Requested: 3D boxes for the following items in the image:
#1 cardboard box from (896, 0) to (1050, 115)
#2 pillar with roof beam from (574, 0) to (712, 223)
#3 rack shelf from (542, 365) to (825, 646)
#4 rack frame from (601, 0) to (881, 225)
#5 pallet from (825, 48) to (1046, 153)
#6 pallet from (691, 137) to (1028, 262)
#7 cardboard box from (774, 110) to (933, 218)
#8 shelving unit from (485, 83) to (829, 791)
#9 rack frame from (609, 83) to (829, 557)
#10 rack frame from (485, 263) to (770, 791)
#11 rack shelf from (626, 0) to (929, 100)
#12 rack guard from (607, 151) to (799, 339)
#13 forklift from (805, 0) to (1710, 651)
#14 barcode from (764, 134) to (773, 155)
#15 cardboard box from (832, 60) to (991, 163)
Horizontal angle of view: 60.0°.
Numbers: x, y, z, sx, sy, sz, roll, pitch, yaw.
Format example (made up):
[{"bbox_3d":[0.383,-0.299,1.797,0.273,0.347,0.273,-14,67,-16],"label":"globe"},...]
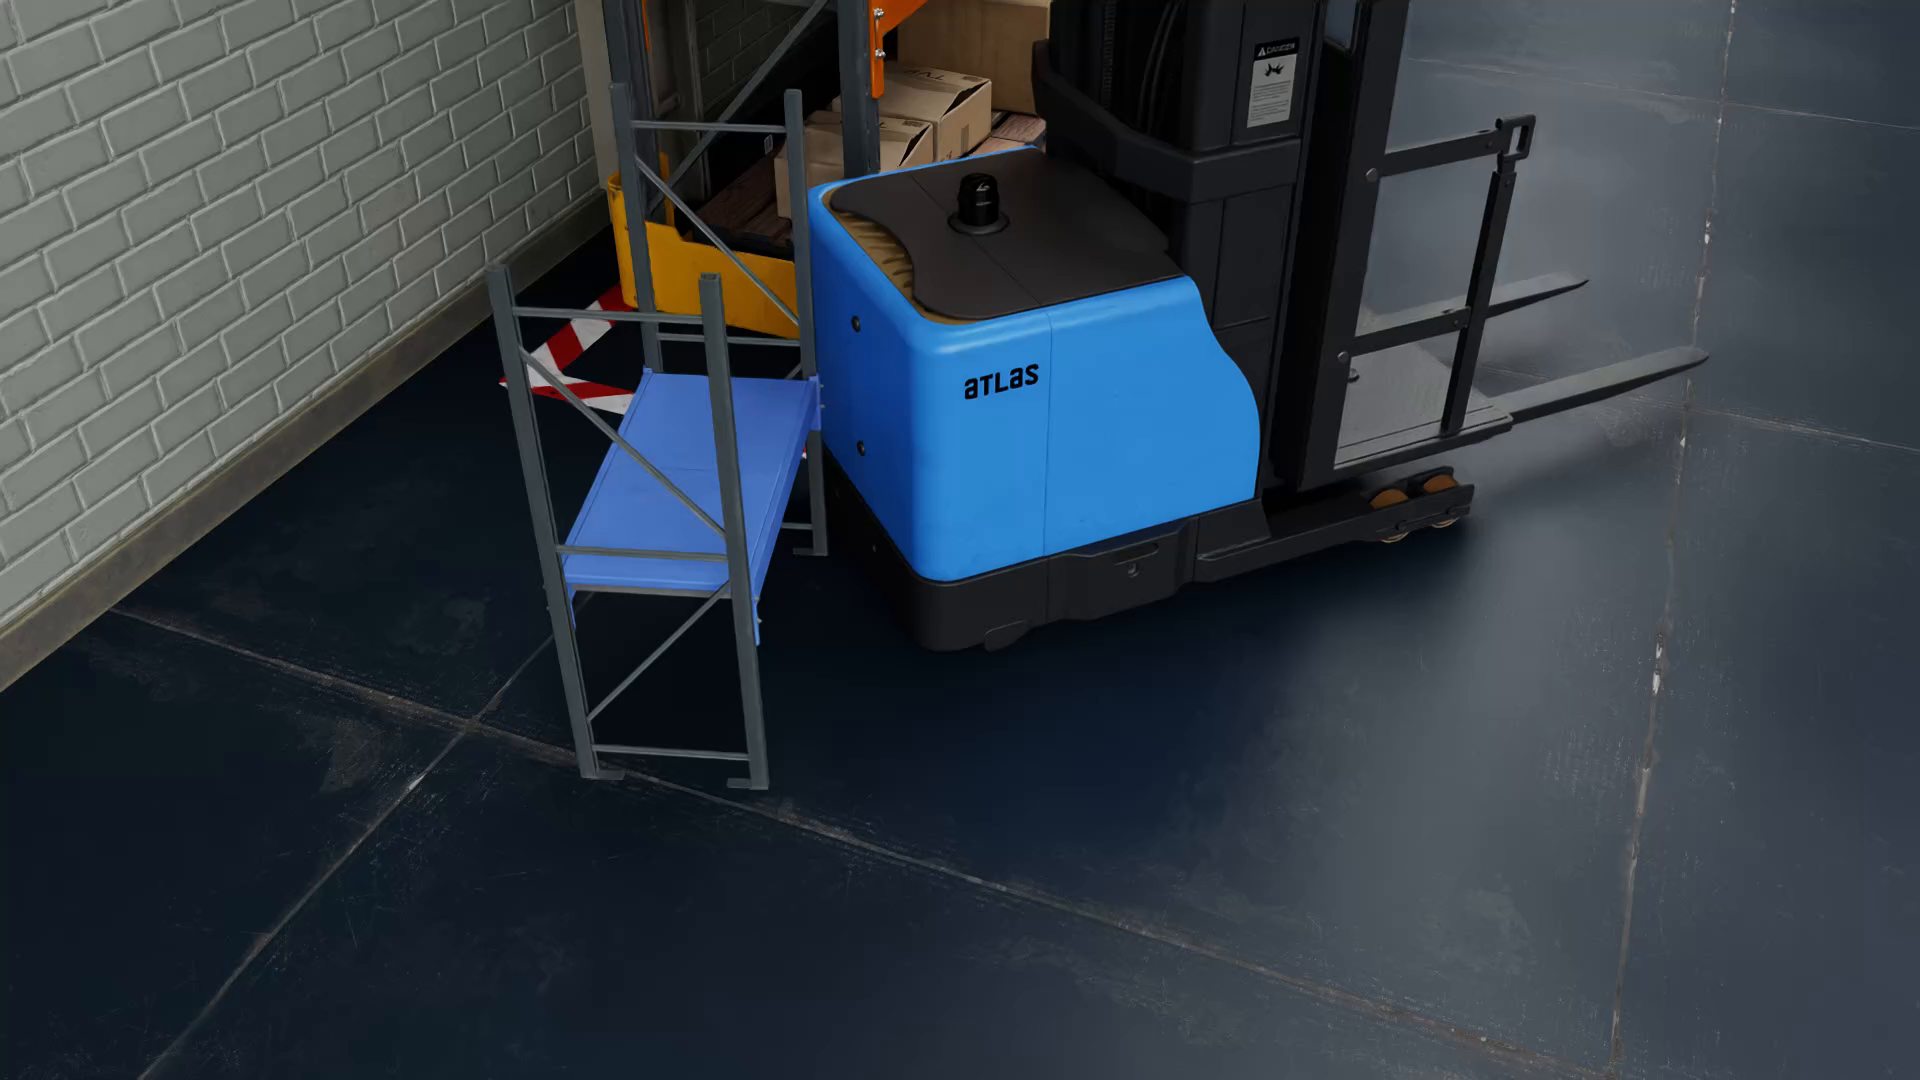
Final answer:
[{"bbox_3d":[0.126,-2.293,7.533,0.700,0.500,0.500,11,38,15],"label":"cardboard box"},{"bbox_3d":[2.685,-4.052,3.155,9.100,9.000,0.400,14,39,18],"label":"pillar with roof beam"},{"bbox_3d":[-0.707,-0.123,4.462,0.538,0.185,1.000,3,37,4],"label":"rack shelf"},{"bbox_3d":[-0.763,-2.045,5.480,1.000,3.000,0.127,14,39,18],"label":"rack frame"},{"bbox_3d":[0.074,-2.085,7.863,1.003,0.211,1.213,14,39,18],"label":"pallet"},{"bbox_3d":[-0.392,-1.412,6.963,1.003,0.211,1.213,14,39,18],"label":"pallet"},{"bbox_3d":[-0.416,-1.507,6.639,0.500,0.311,0.500,10,38,13],"label":"cardboard box"},{"bbox_3d":[-0.707,-0.267,4.355,0.538,1.500,1.048,3,37,4],"label":"shelving unit"},{"bbox_3d":[-0.661,-0.570,4.760,0.500,1.500,0.032,3,37,4],"label":"rack frame"},{"bbox_3d":[-0.753,0.036,3.949,0.500,1.500,0.032,3,37,4],"label":"rack frame"},{"bbox_3d":[-0.002,-2.864,7.177,1.077,0.370,4.000,14,39,18],"label":"rack shelf"},{"bbox_3d":[-0.734,-1.086,6.285,1.175,0.500,0.348,14,39,18],"label":"rack guard"},{"bbox_3d":[1.068,-1.439,4.727,3.031,2.935,1.130,-15,39,-19],"label":"forklift"},{"bbox_3d":[-0.779,-1.612,6.771,0.001,0.075,0.075,14,39,18],"label":"barcode"},{"bbox_3d":[-0.199,-1.822,7.061,0.500,0.311,0.500,17,40,21],"label":"cardboard box"}]
